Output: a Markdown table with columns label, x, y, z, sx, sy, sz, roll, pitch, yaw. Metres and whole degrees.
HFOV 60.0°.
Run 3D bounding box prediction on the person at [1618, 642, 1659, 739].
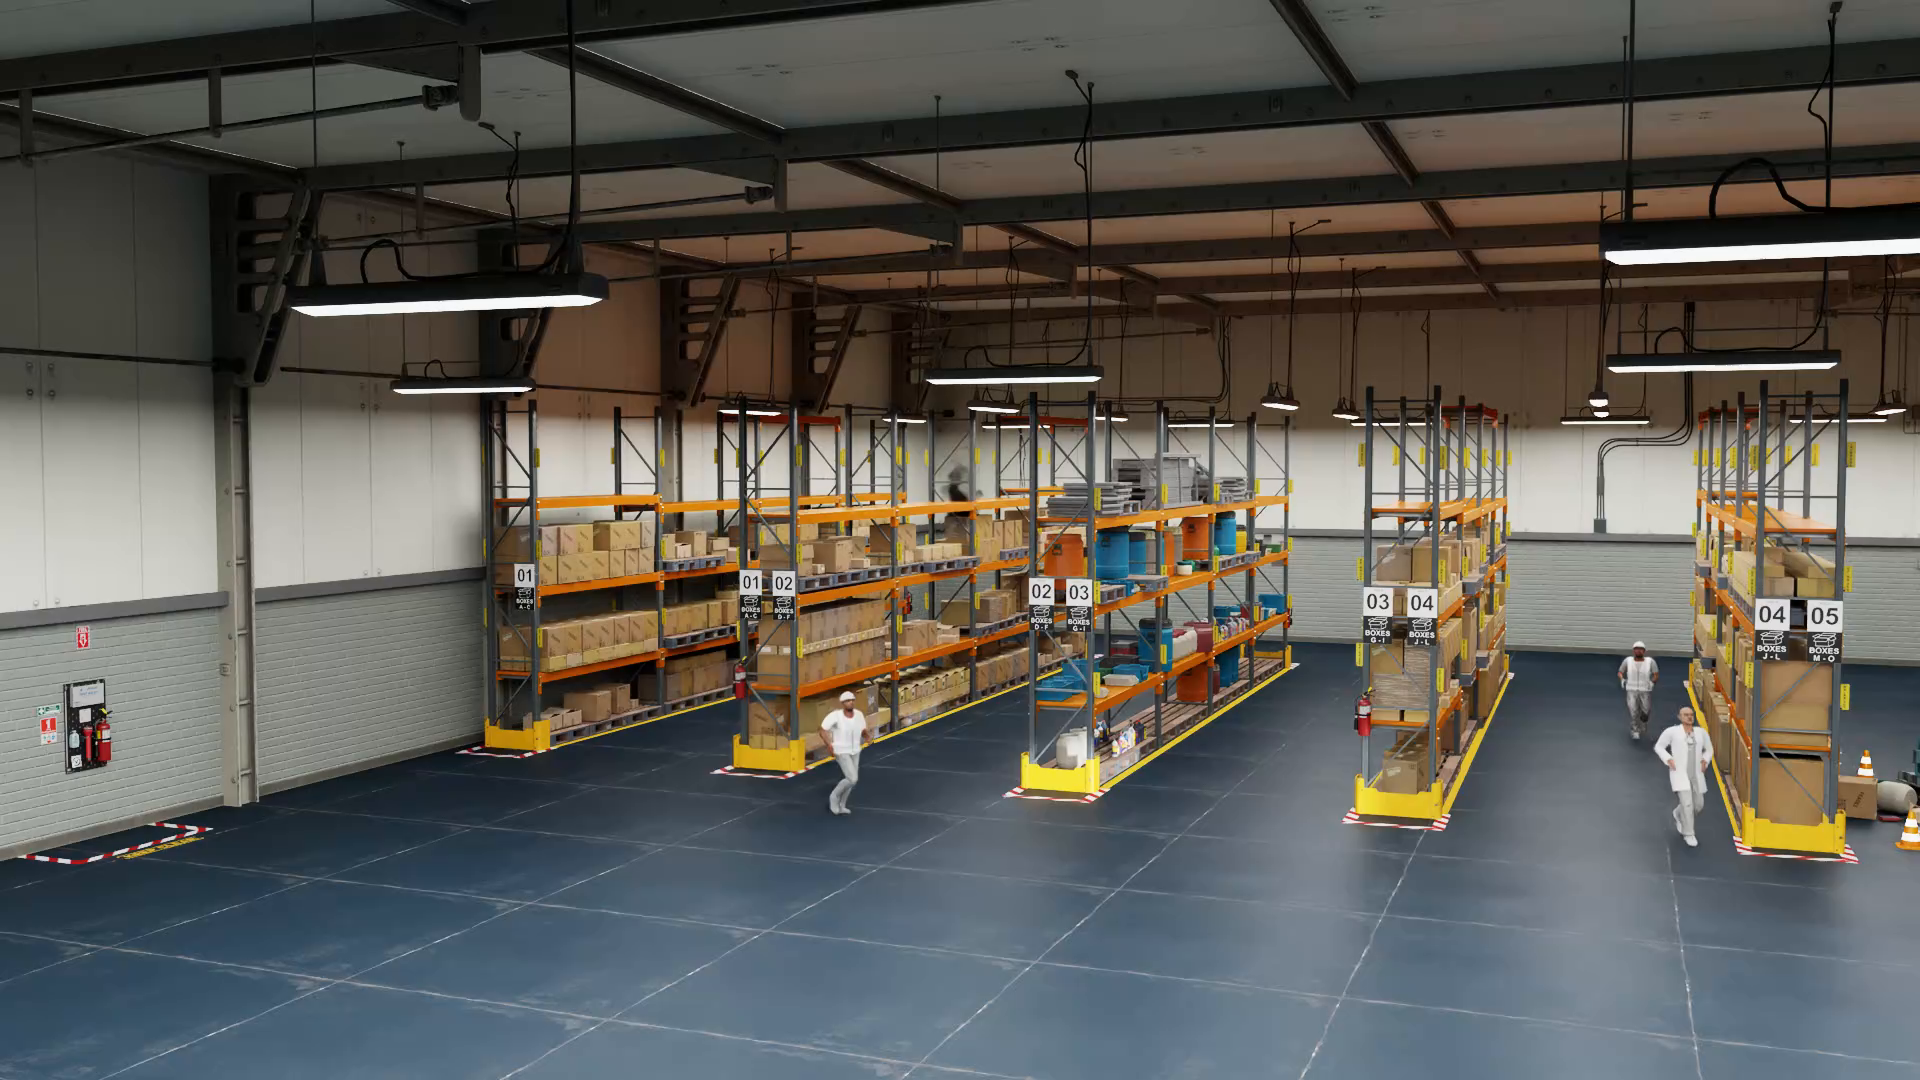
| label | x | y | z | sx | sy | sz | roll | pitch | yaw |
| --- | --- | --- | --- | --- | --- | --- | --- | --- | --- |
| person | 12.079 | 2.673 | 29.626 | 0.682 | 1.734 | 0.634 | 1 | 3 | 23 |

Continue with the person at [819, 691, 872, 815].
| label | x | y | z | sx | sy | sz | roll | pitch | yaw |
| --- | --- | --- | --- | --- | --- | --- | --- | --- | --- |
| person | -1.538 | 2.979 | 23.243 | 0.676 | 1.728 | 0.613 | -2 | 4 | -41 |

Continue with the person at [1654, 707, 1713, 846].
| label | x | y | z | sx | sy | sz | roll | pitch | yaw |
| --- | --- | --- | --- | --- | --- | --- | --- | --- | --- |
| person | 9.510 | 3.078 | 21.783 | 0.731 | 1.780 | 0.732 | 0 | 3 | -1 |
